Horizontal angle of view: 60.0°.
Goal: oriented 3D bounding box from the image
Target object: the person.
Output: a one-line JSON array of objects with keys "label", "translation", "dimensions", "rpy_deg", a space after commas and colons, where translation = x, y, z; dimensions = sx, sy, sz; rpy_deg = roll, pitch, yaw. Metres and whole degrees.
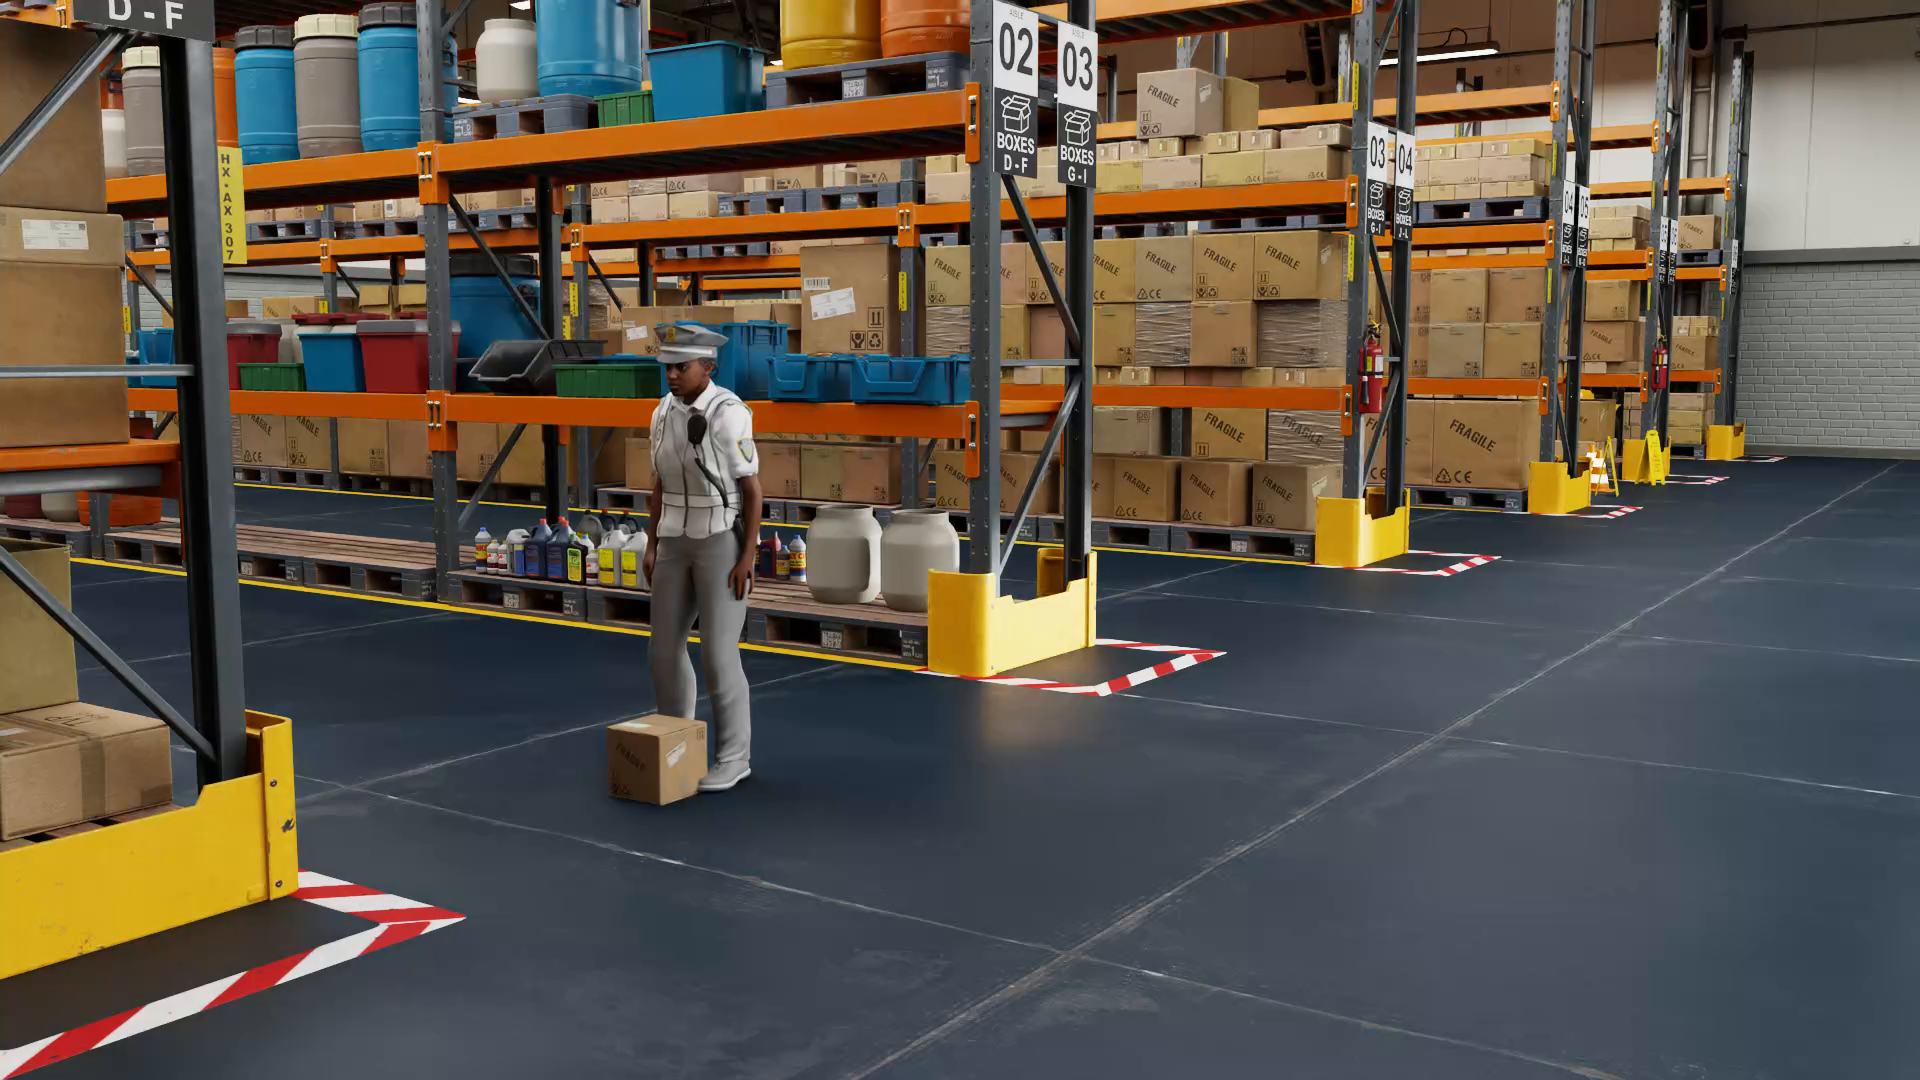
[{"label": "person", "translation": [-0.951, 0.056, 6.026], "dimensions": [0.515, 1.655, 0.397], "rpy_deg": [4, 7, 31]}]
